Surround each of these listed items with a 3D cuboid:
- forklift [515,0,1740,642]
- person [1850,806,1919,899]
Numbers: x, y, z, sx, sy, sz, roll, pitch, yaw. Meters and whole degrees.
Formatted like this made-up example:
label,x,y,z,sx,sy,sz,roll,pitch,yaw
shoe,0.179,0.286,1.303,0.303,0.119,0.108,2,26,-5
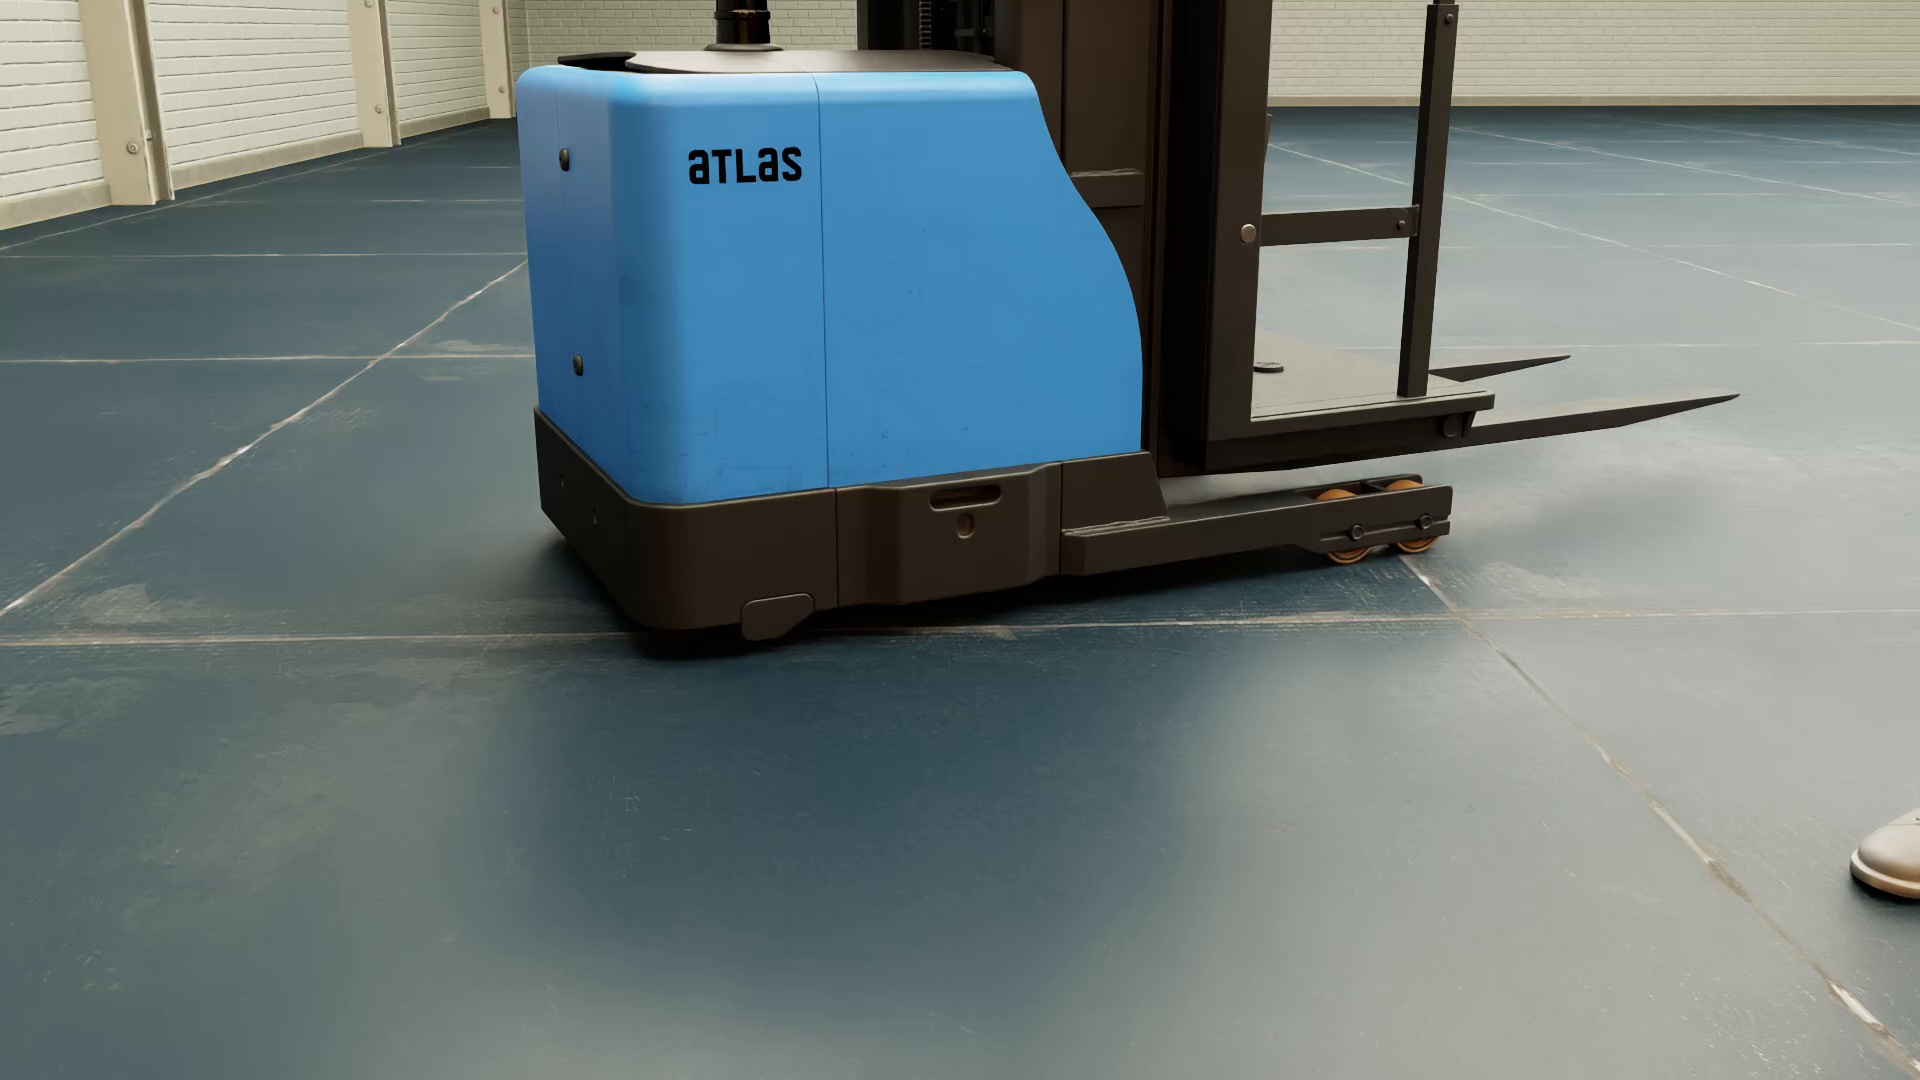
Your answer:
label,x,y,z,sx,sy,sz,roll,pitch,yaw
forklift,0.569,-1.479,3.744,3.031,2.935,1.130,-8,19,-24
person,1.579,-0.321,2.014,0.609,1.726,0.392,15,23,41
